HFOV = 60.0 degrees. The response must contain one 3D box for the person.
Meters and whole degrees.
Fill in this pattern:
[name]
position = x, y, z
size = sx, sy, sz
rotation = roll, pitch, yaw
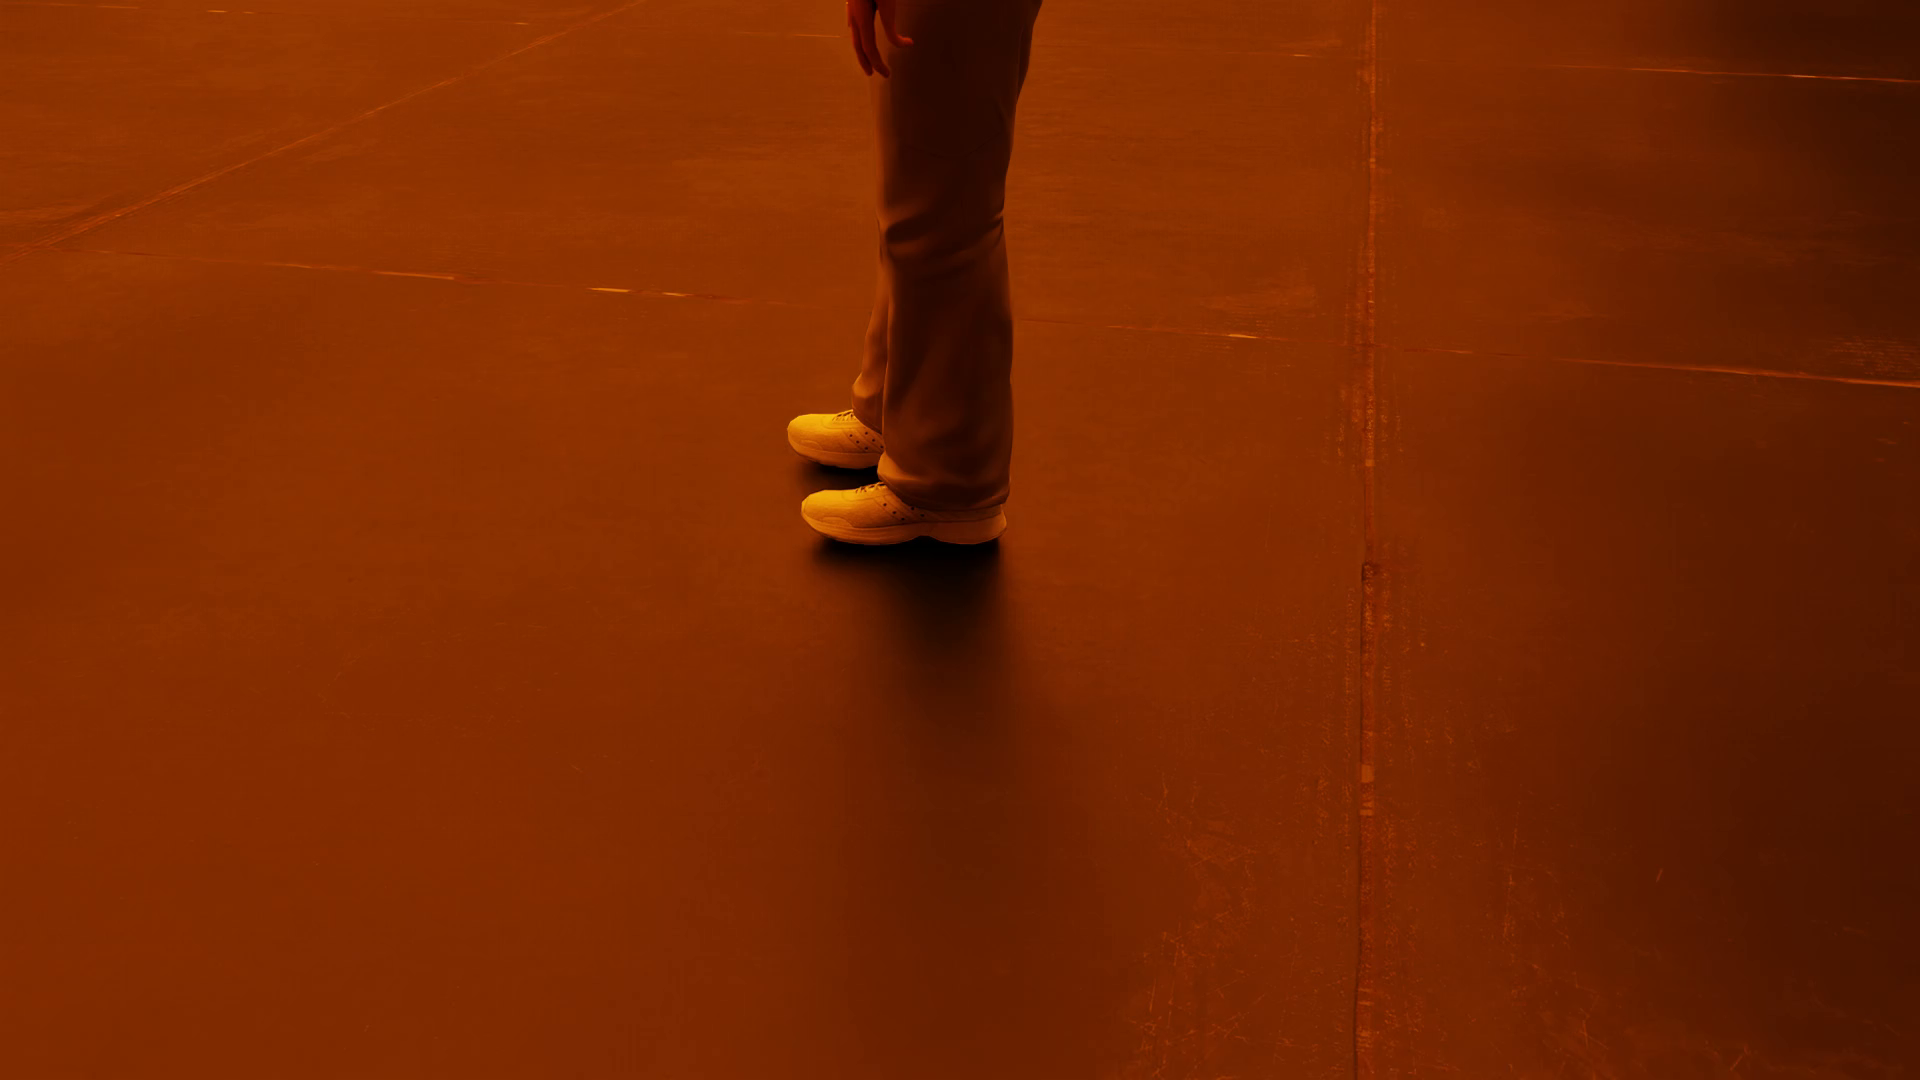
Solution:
[person]
position = -0.069, -0.768, 2.146
size = 0.549, 1.675, 0.549
rotation = 6, 27, 11
